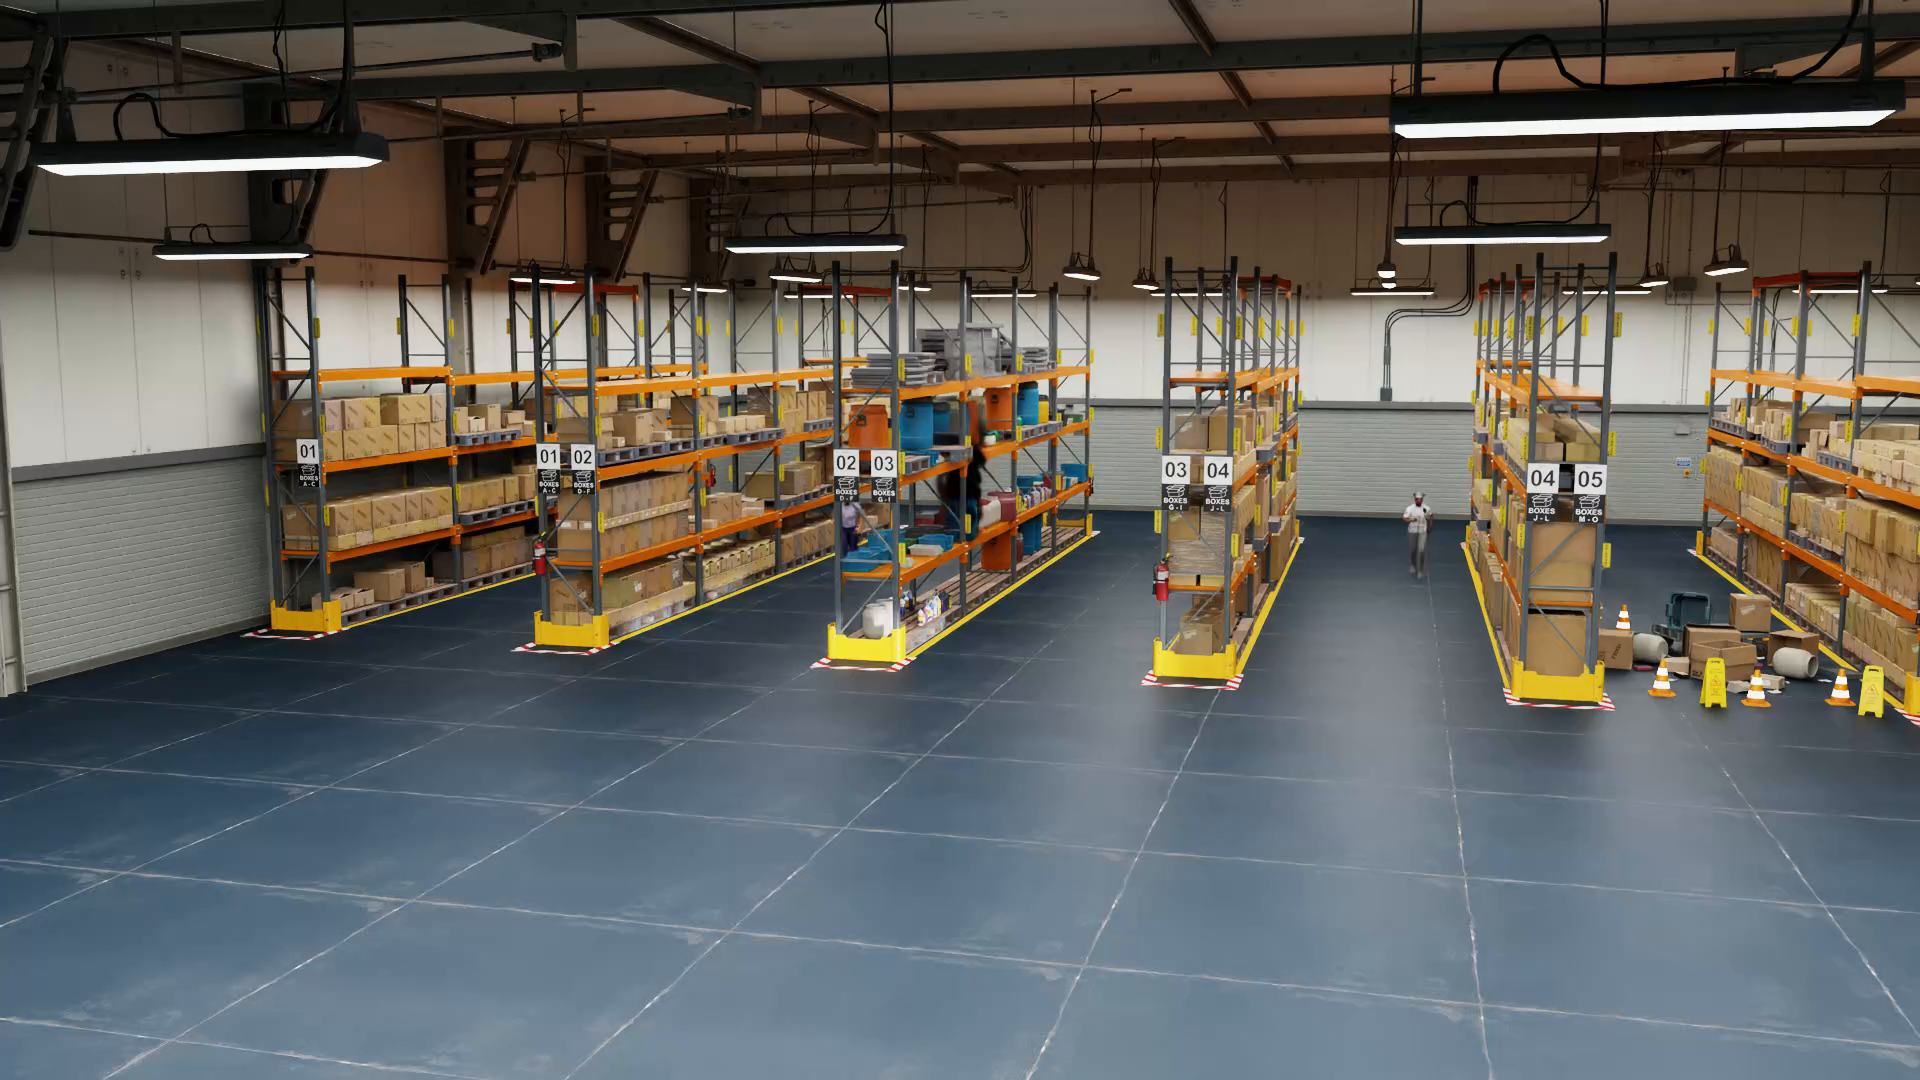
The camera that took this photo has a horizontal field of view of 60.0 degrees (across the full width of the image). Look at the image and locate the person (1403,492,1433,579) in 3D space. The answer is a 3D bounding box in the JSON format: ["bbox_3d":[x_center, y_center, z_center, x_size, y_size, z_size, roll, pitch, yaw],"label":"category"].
[{"bbox_3d":[9.280,-0.120,33.734,0.603,1.747,0.805,2,7,15],"label":"person"}]

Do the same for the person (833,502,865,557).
[{"bbox_3d":[-2.143,-0.127,31.984,0.626,1.622,0.551,1,7,10],"label":"person"}]

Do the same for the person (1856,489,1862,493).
[{"bbox_3d":[18.282,-0.165,33.965,0.674,1.740,0.654,0,7,1],"label":"person"}]
